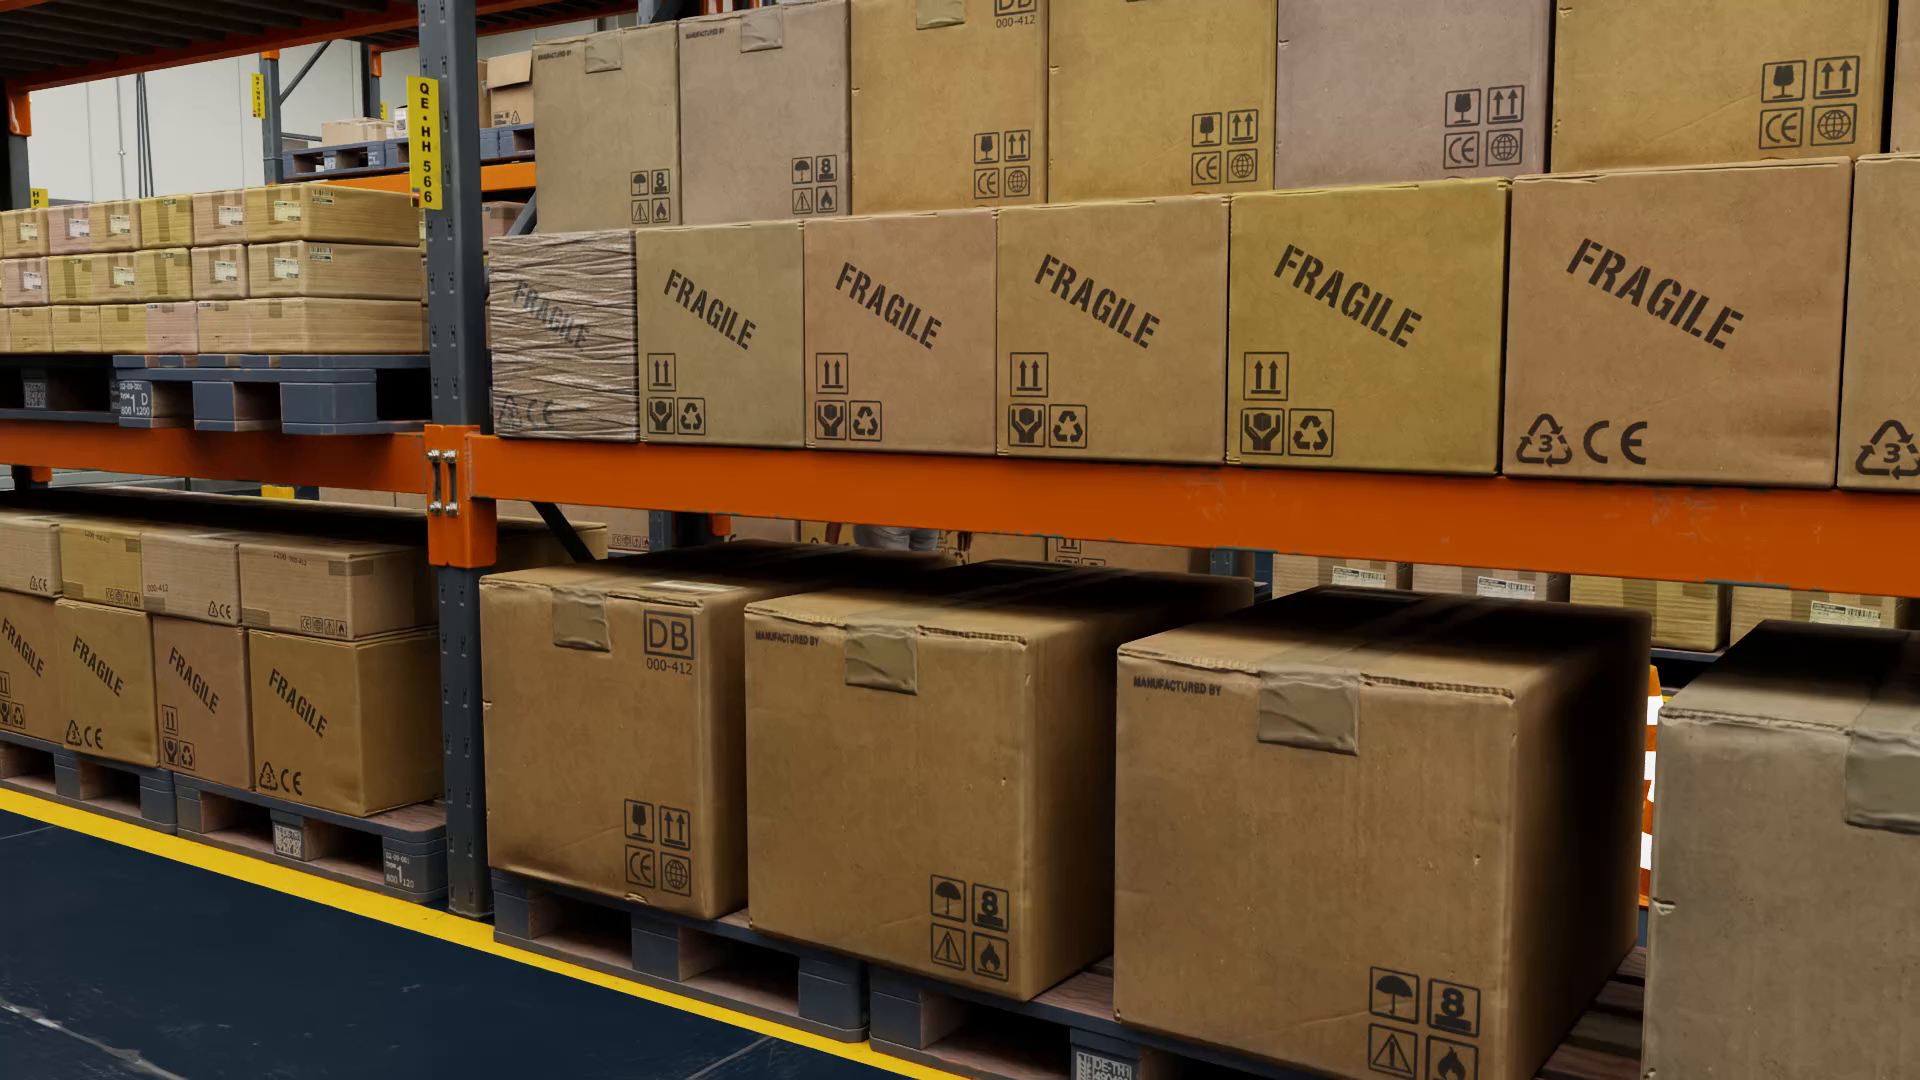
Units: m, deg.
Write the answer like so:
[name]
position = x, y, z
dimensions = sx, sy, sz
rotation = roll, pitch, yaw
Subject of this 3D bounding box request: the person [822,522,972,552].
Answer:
[person]
position = -0.294, -0.125, 6.752
dimensions = 0.643, 1.740, 0.822
rotation = -4, 7, -33
